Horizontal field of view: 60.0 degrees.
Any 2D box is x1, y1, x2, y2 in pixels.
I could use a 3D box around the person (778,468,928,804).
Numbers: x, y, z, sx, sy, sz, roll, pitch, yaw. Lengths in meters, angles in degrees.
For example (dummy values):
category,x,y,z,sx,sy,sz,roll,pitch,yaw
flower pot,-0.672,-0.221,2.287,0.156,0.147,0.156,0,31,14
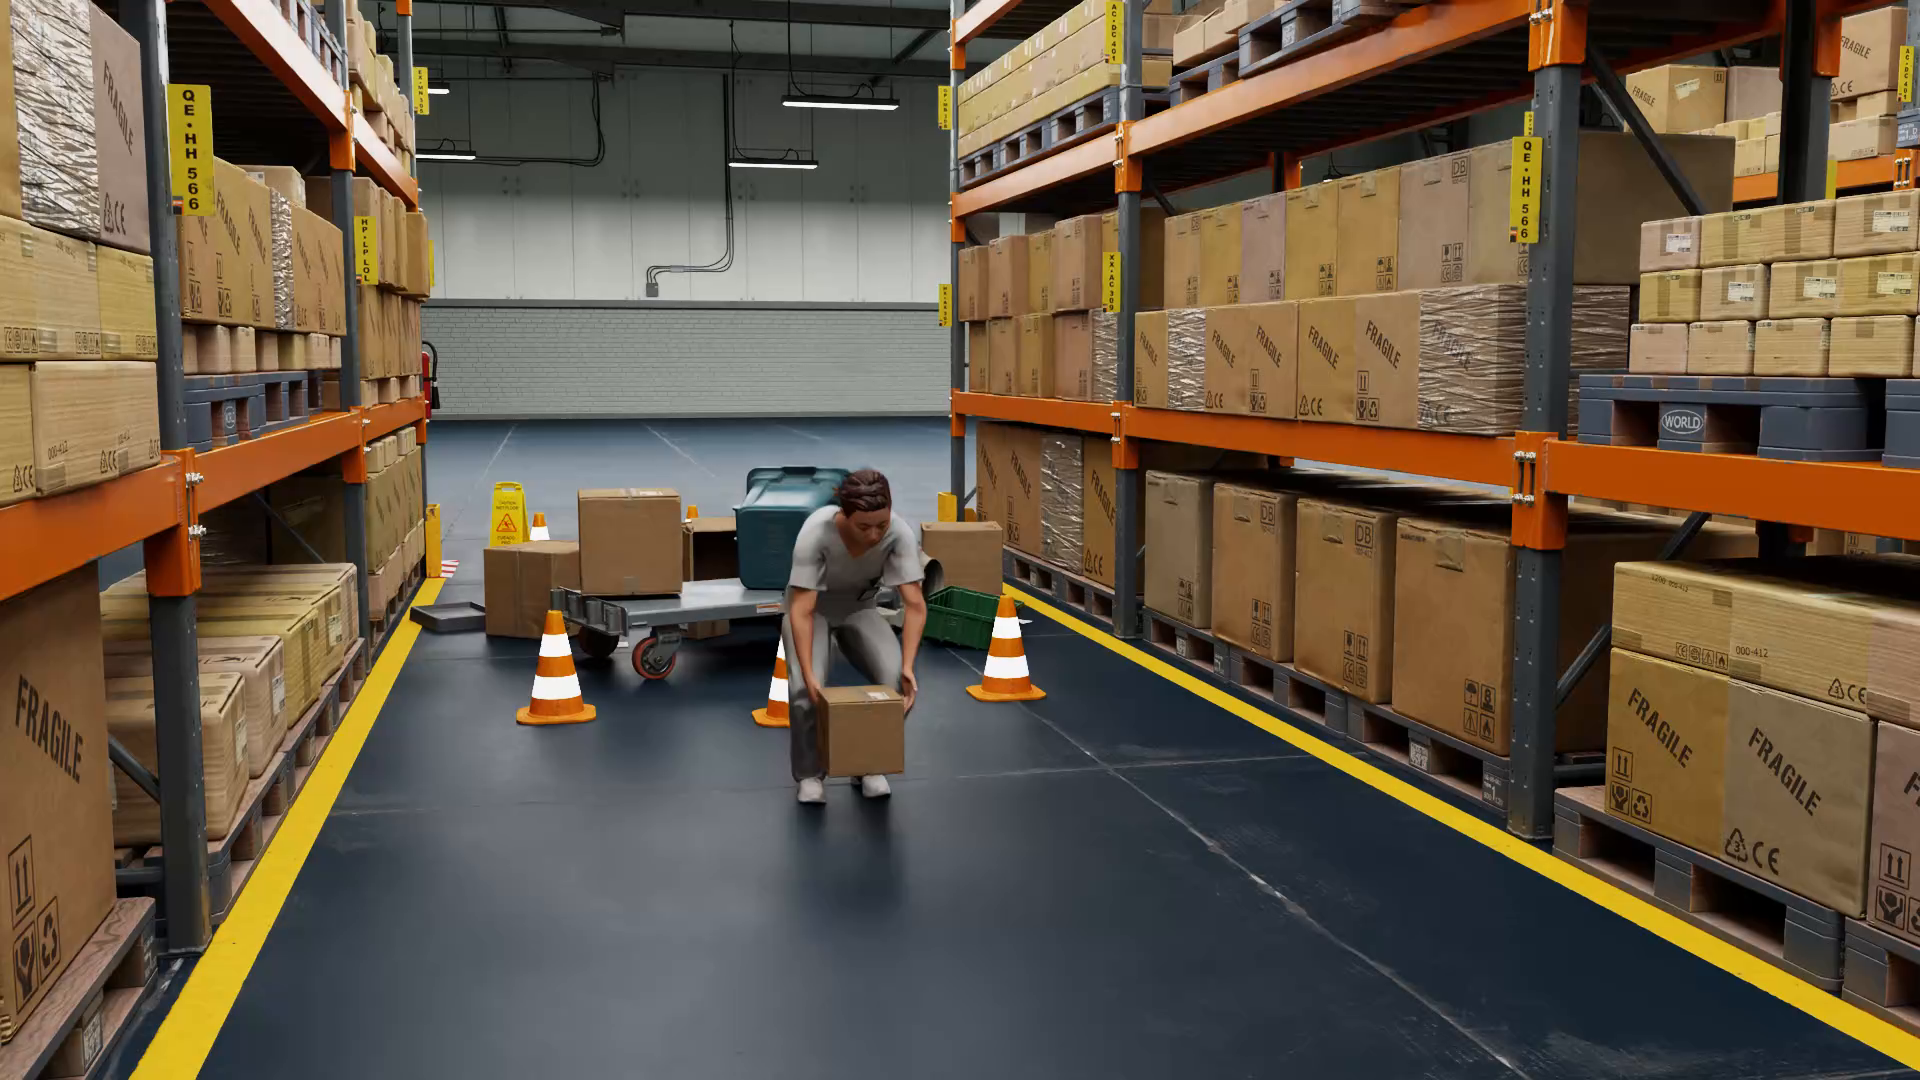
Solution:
category,x,y,z,sx,sy,sz,roll,pitch,yaw
person,-0.384,0.326,5.889,0.491,1.194,0.725,-2,6,-14
